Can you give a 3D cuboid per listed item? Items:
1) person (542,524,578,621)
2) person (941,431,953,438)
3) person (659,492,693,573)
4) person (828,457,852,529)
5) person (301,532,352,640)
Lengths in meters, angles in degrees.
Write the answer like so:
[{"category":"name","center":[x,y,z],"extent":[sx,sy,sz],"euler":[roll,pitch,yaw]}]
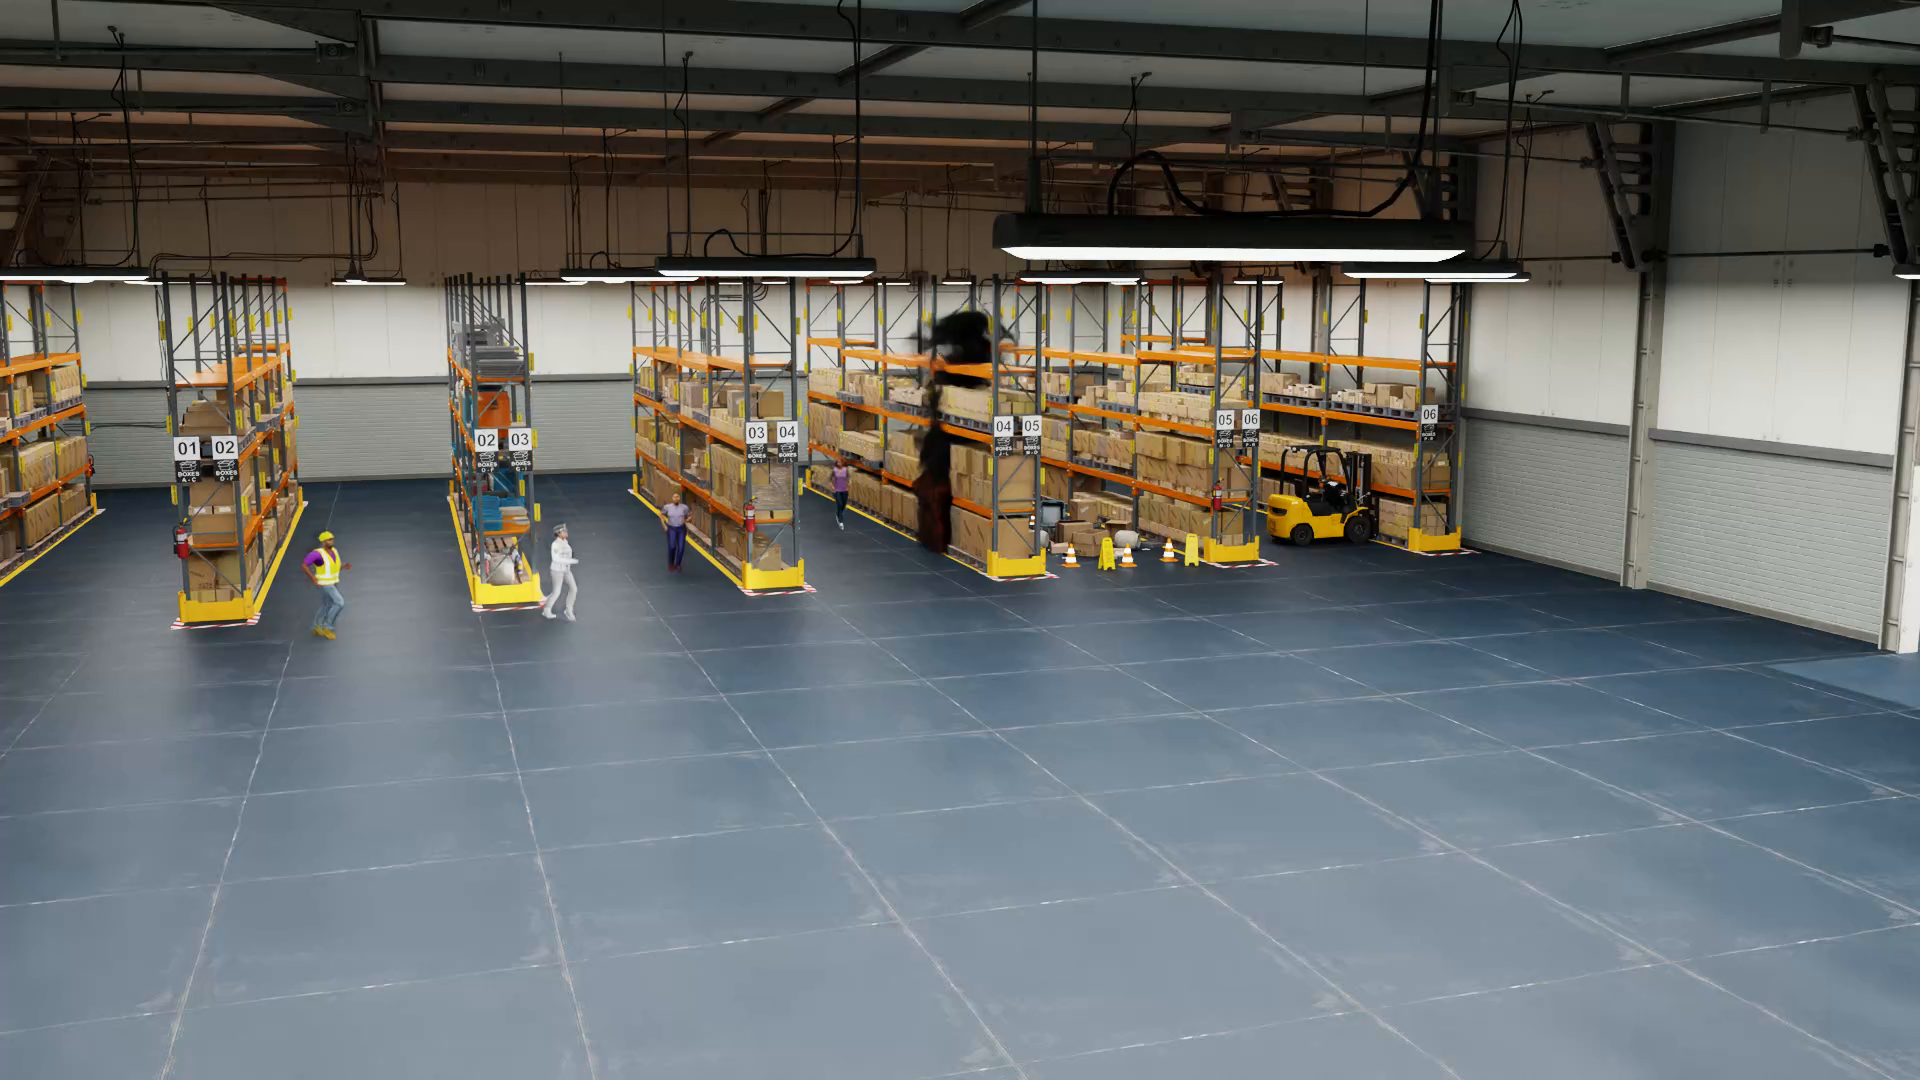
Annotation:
[{"category":"person","center":[-6.902,0.582,28.793],"extent":[0.726,1.770,0.623],"euler":[3,9,16]},{"category":"person","center":[-0.354,-2.851,51.149],"extent":[0.748,1.798,0.719],"euler":[-3,9,-17]},{"category":"person","center":[-5.732,-0.150,33.695],"extent":[0.663,1.642,0.593],"euler":[-2,9,-14]},{"category":"person","center":[-2.767,-1.091,38.255],"extent":[0.538,1.611,0.589],"euler":[-2,9,-15]},{"category":"person","center":[-10.382,0.753,27.393],"extent":[0.722,1.803,0.663],"euler":[1,9,9]}]
